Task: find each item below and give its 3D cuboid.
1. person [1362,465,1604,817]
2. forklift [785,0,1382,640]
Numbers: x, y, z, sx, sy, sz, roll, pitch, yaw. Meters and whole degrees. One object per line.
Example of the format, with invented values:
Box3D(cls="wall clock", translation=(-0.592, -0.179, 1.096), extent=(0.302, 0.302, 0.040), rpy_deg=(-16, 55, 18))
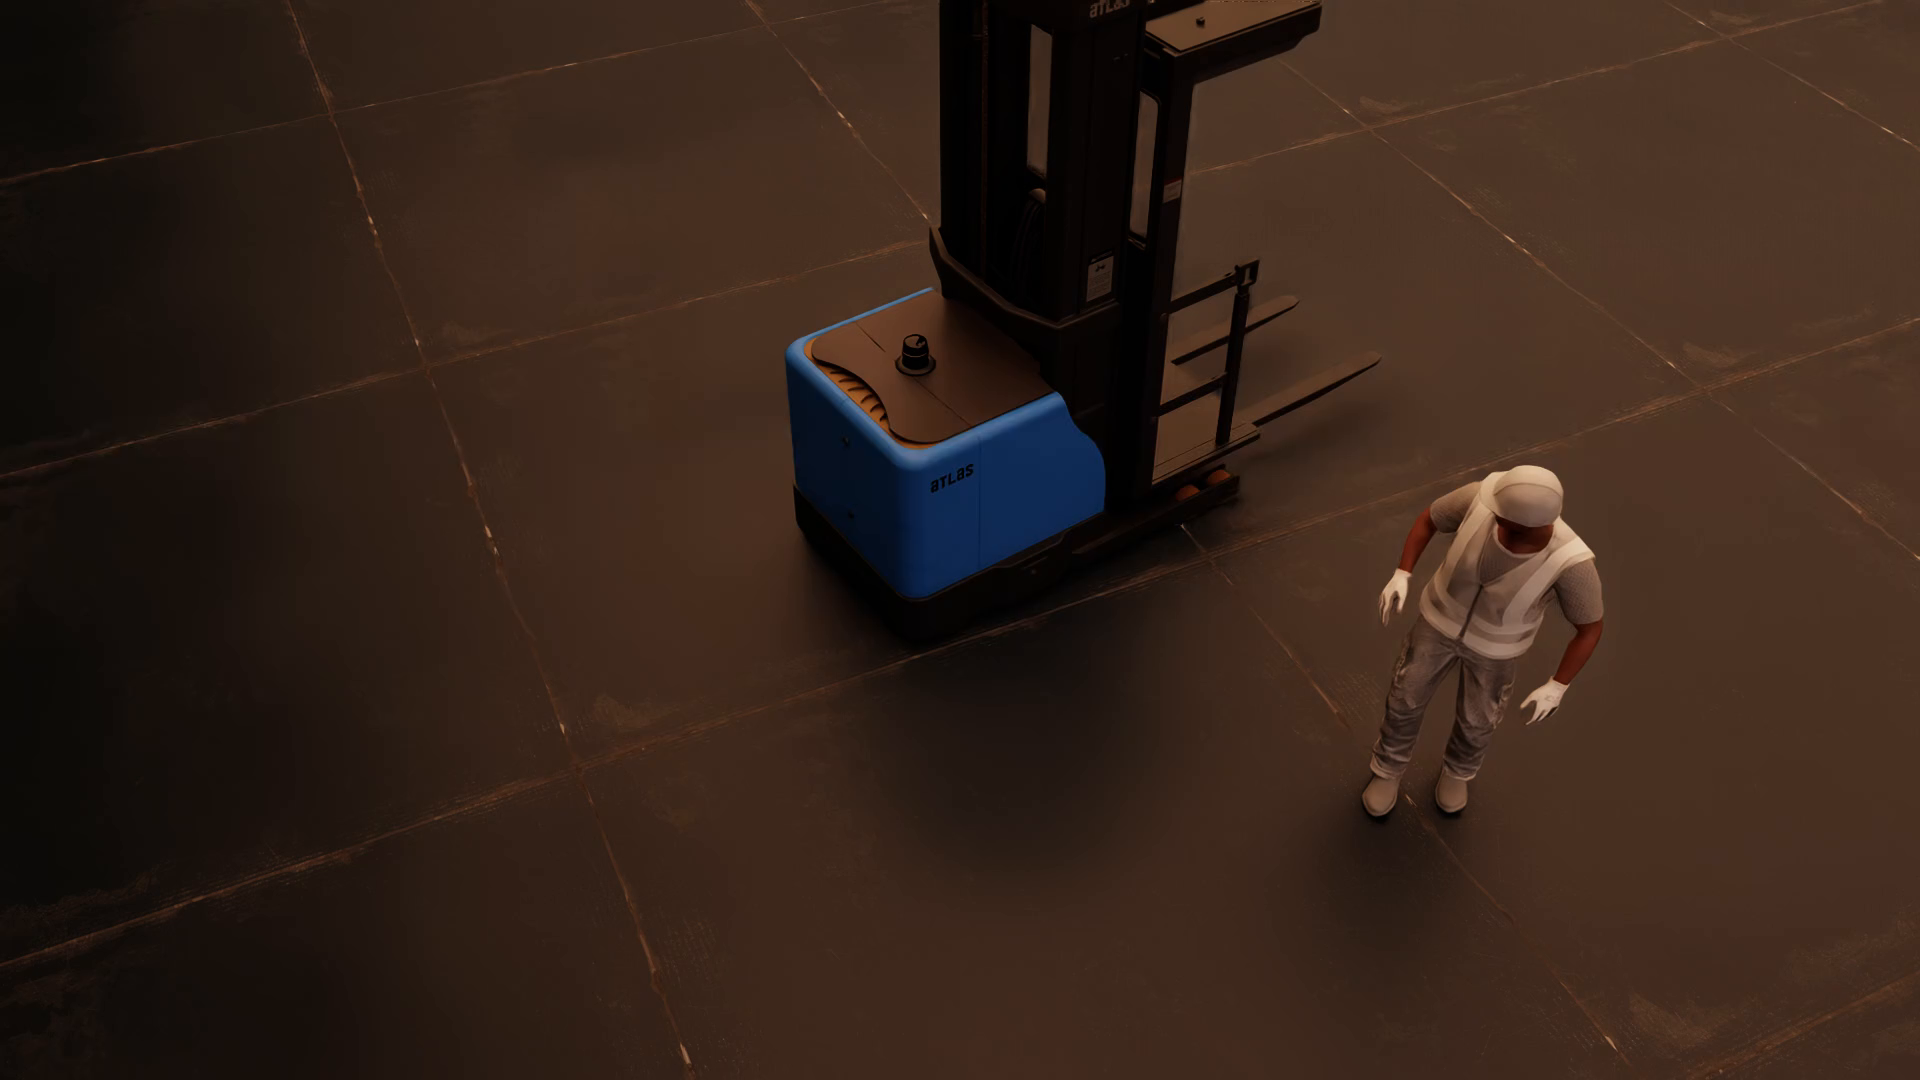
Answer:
Box3D(cls="person", translation=(1.908, 0.393, 6.131), extent=(0.763, 1.746, 0.515), rpy_deg=(25, 49, 25))
Box3D(cls="forklift", translation=(0.728, -1.439, 7.222), extent=(3.031, 2.935, 1.130), rpy_deg=(-26, 49, -25))
